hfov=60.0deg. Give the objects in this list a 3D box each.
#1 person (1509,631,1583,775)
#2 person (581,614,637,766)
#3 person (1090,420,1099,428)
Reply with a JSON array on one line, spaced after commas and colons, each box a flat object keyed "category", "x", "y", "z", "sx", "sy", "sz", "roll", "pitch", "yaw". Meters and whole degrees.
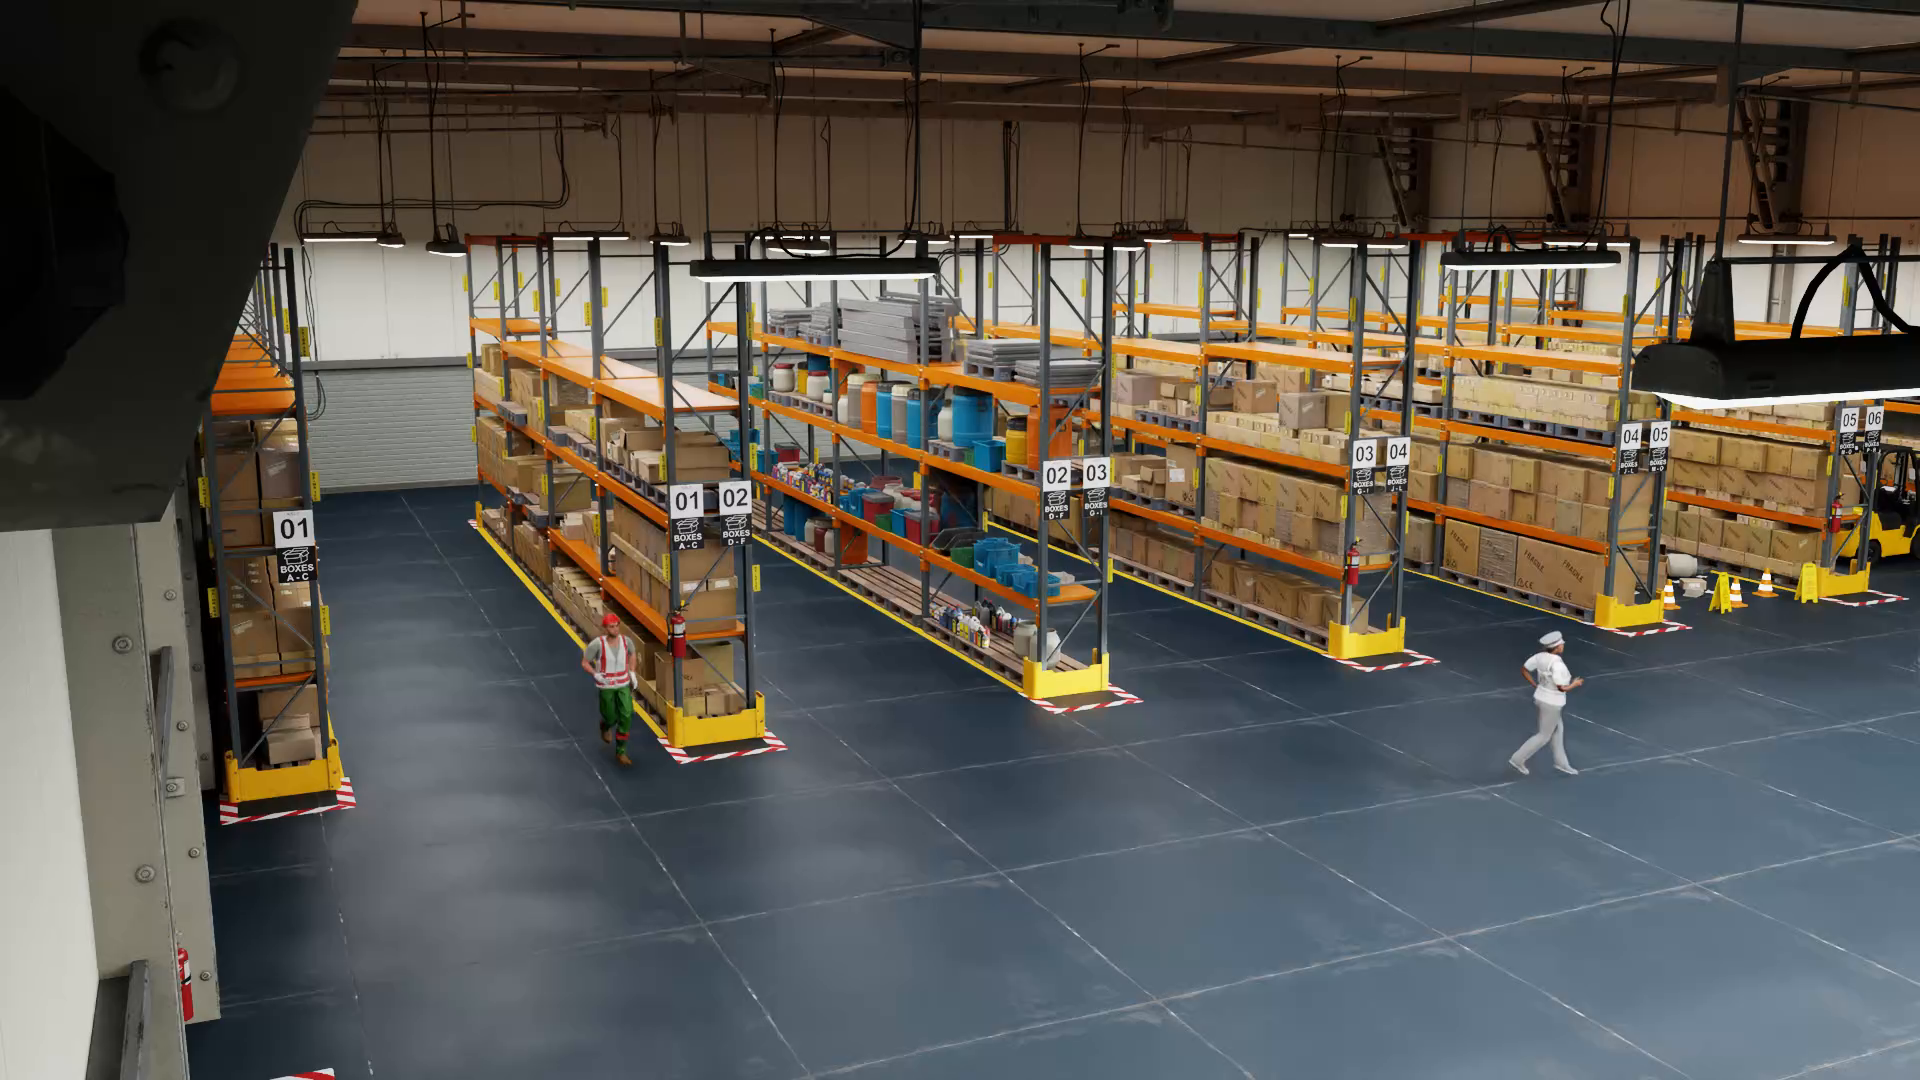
[{"category": "person", "x": 6.690, "y": 1.877, "z": 18.909, "sx": 0.883, "sy": 1.721, "sz": 0.574, "roll": -1, "pitch": 11, "yaw": -5}, {"category": "person", "x": -4.114, "y": 1.729, "z": 19.664, "sx": 0.698, "sy": 1.771, "sz": 0.761, "roll": -6, "pitch": 13, "yaw": -29}, {"category": "person", "x": 3.223, "y": -2.375, "z": 41.087, "sx": 0.581, "sy": 1.665, "sz": 0.604, "roll": 10, "pitch": 15, "yaw": 42}]
